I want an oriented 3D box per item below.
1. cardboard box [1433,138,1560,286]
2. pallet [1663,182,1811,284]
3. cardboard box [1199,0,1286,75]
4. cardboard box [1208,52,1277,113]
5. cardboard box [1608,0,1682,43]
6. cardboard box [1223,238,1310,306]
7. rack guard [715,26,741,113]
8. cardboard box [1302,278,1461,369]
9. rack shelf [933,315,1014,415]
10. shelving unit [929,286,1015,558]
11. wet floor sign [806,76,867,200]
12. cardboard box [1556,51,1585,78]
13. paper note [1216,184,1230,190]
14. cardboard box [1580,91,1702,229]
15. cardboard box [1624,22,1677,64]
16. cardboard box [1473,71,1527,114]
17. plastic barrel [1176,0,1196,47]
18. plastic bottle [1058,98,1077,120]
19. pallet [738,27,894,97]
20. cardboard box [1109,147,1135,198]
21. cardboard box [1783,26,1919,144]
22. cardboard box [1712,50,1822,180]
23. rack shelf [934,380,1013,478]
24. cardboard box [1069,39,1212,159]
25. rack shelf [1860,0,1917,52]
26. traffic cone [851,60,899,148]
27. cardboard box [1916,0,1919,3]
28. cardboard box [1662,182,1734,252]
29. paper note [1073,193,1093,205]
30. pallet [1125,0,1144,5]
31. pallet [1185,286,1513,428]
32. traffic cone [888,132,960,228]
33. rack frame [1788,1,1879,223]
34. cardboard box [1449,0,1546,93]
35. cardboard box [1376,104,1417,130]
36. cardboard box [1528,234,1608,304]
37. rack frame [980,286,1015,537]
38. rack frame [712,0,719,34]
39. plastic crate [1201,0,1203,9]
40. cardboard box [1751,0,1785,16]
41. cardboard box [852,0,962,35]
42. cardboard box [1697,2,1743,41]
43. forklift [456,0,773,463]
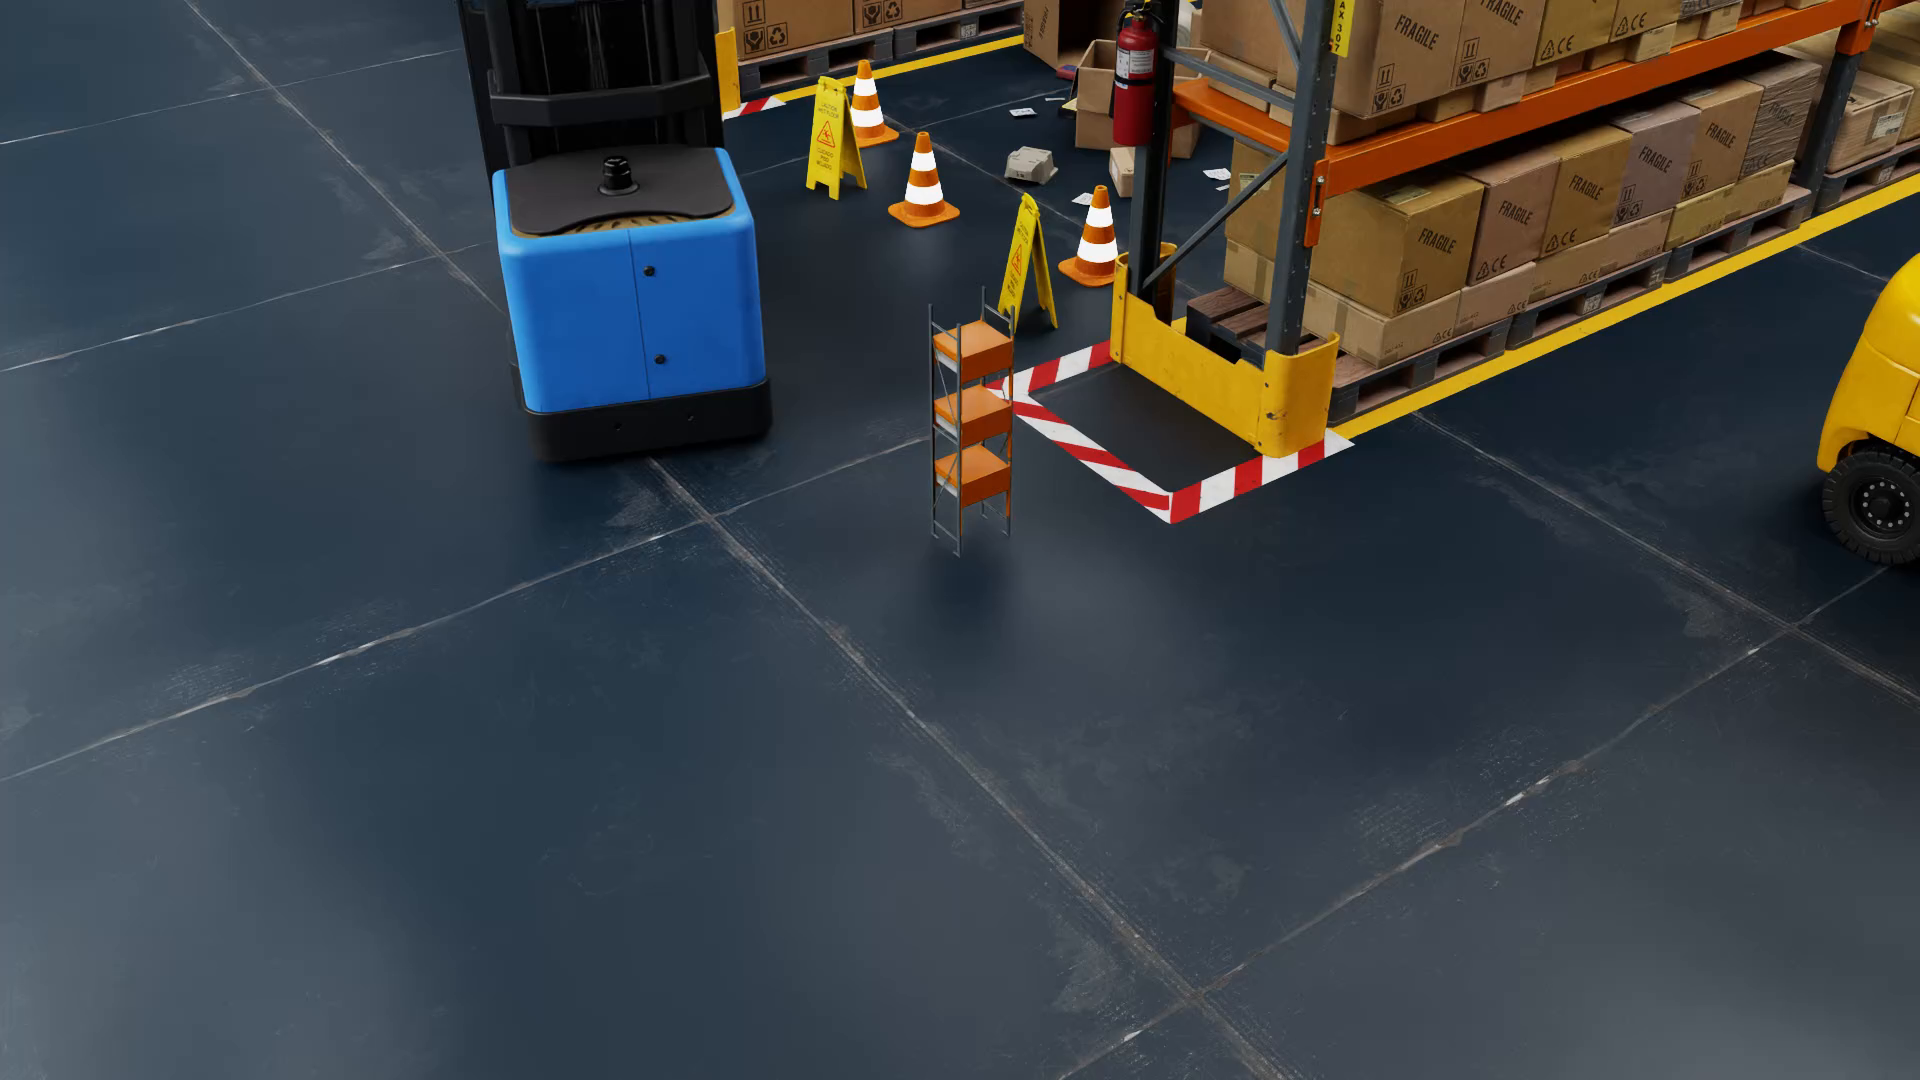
[{"bbox_3d":[2.370,-1.555,7.696,0.500,0.500,0.500,-24,42,-29],"label":"cardboard box"},{"bbox_3d":[3.849,-1.841,9.129,1.213,0.211,1.003,-22,41,-28],"label":"pallet"},{"bbox_3d":[1.393,-2.346,7.103,0.500,0.500,0.500,-23,42,-29],"label":"cardboard box"},{"bbox_3d":[1.290,-1.997,7.172,0.250,0.149,0.380,-21,41,-26],"label":"cardboard box"},{"bbox_3d":[2.903,-2.582,7.430,0.500,0.500,0.500,-23,42,-29],"label":"cardboard box"},{"bbox_3d":[1.633,-1.333,8.030,0.500,0.250,0.500,-23,41,-28],"label":"cardboard box"},{"bbox_3d":[-1.846,-3.176,10.738,0.348,0.500,1.175,-22,41,-28],"label":"rack guard"},{"bbox_3d":[1.926,-1.064,7.656,0.500,0.250,0.500,-23,42,-28],"label":"cardboard box"},{"bbox_3d":[0.044,-0.666,6.309,0.240,0.259,0.215,-22,41,-28],"label":"rack shelf"},{"bbox_3d":[0.044,-0.444,6.468,0.252,1.050,0.215,-22,41,-28],"label":"shelving unit"},{"bbox_3d":[-0.709,-2.289,9.379,0.267,0.644,0.232,30,45,35],"label":"wet floor sign"},{"bbox_3d":[2.574,-2.210,7.470,0.250,0.149,0.380,-21,41,-26],"label":"cardboard box"},{"bbox_3d":[1.530,-2.031,9.565,0.123,0.001,0.032,-22,41,-28],"label":"paper note"},{"bbox_3d":[3.217,-1.904,8.181,0.500,0.500,0.500,-20,40,-26],"label":"cardboard box"},{"bbox_3d":[3.046,-2.342,7.652,0.250,0.149,0.380,-22,41,-28],"label":"cardboard box"},{"bbox_3d":[2.200,-1.990,7.163,0.250,0.149,0.380,-22,41,-27],"label":"cardboard box"},{"bbox_3d":[1.400,-3.385,11.094,0.421,0.421,0.512,3,36,4],"label":"plastic barrel"},{"bbox_3d":[0.745,-2.735,10.500,0.133,0.061,0.283,22,41,28],"label":"plastic bottle"},{"bbox_3d":[-1.218,-3.373,11.260,1.213,0.211,1.003,-22,41,-28],"label":"pallet"},{"bbox_3d":[1.015,-2.118,9.568,0.250,0.149,0.380,-3,36,-4],"label":"cardboard box"},{"bbox_3d":[5.390,-2.741,9.883,0.625,0.372,0.950,-20,40,-25],"label":"cardboard box"},{"bbox_3d":[4.048,-2.248,8.659,0.500,0.500,0.500,-23,42,-28],"label":"cardboard box"},{"bbox_3d":[0.044,-0.436,6.475,0.240,0.259,0.215,-22,41,-28],"label":"rack shelf"},{"bbox_3d":[1.085,-2.656,10.012,0.797,0.503,0.637,9,37,12],"label":"cardboard box"},{"bbox_3d":[6.012,-3.597,9.798,4.000,0.370,1.077,-22,41,-28],"label":"rack shelf"},{"bbox_3d":[-0.574,-2.670,10.066,0.334,0.463,0.336,-22,41,-28],"label":"traffic cone"},{"bbox_3d":[6.581,-3.228,10.560,0.625,0.372,0.950,-23,42,-29],"label":"cardboard box"},{"bbox_3d":[3.619,-1.759,8.622,0.500,0.250,0.500,-24,42,-29],"label":"cardboard box"},{"bbox_3d":[0.734,-1.933,9.412,0.148,0.019,0.142,22,41,28],"label":"paper note"},{"bbox_3d":[0.777,-4.194,12.401,1.213,0.211,1.003,-22,41,-28],"label":"pallet"},{"bbox_3d":[1.854,-1.021,7.988,1.213,0.211,1.003,-22,41,-28],"label":"pallet"},{"bbox_3d":[-0.201,-2.016,9.157,0.334,0.463,0.336,-22,41,-28],"label":"traffic cone"},{"bbox_3d":[4.377,-3.216,8.653,0.127,3.000,1.000,-22,41,-28],"label":"rack frame"},{"bbox_3d":[2.076,-2.235,6.948,0.500,0.500,0.500,-21,41,-27],"label":"cardboard box"},{"bbox_3d":[1.703,-1.876,7.004,0.250,0.149,0.380,-22,41,-27],"label":"cardboard box"},{"bbox_3d":[2.787,-1.422,8.153,0.500,0.250,0.500,-20,40,-25],"label":"cardboard box"},{"bbox_3d":[0.143,-0.485,6.526,0.008,1.050,0.200,-22,41,-28],"label":"rack frame"},{"bbox_3d":[-1.826,-4.199,10.020,0.127,3.000,1.000,-22,41,-28],"label":"rack frame"},{"bbox_3d":[2.056,-3.743,11.744,0.662,0.188,0.450,-3,26,-4],"label":"plastic crate"},{"bbox_3d":[3.832,-2.723,8.182,0.250,0.149,0.380,-22,41,-28],"label":"cardboard box"},{"bbox_3d":[-0.592,-4.064,11.291,0.875,0.875,0.875,-23,42,-29],"label":"cardboard box"},{"bbox_3d":[3.462,-2.517,7.896,0.250,0.149,0.380,-23,42,-29],"label":"cardboard box"},{"bbox_3d":[-1.699,-2.380,7.549,1.130,2.935,3.031,-9,37,-12],"label":"forklift"}]
